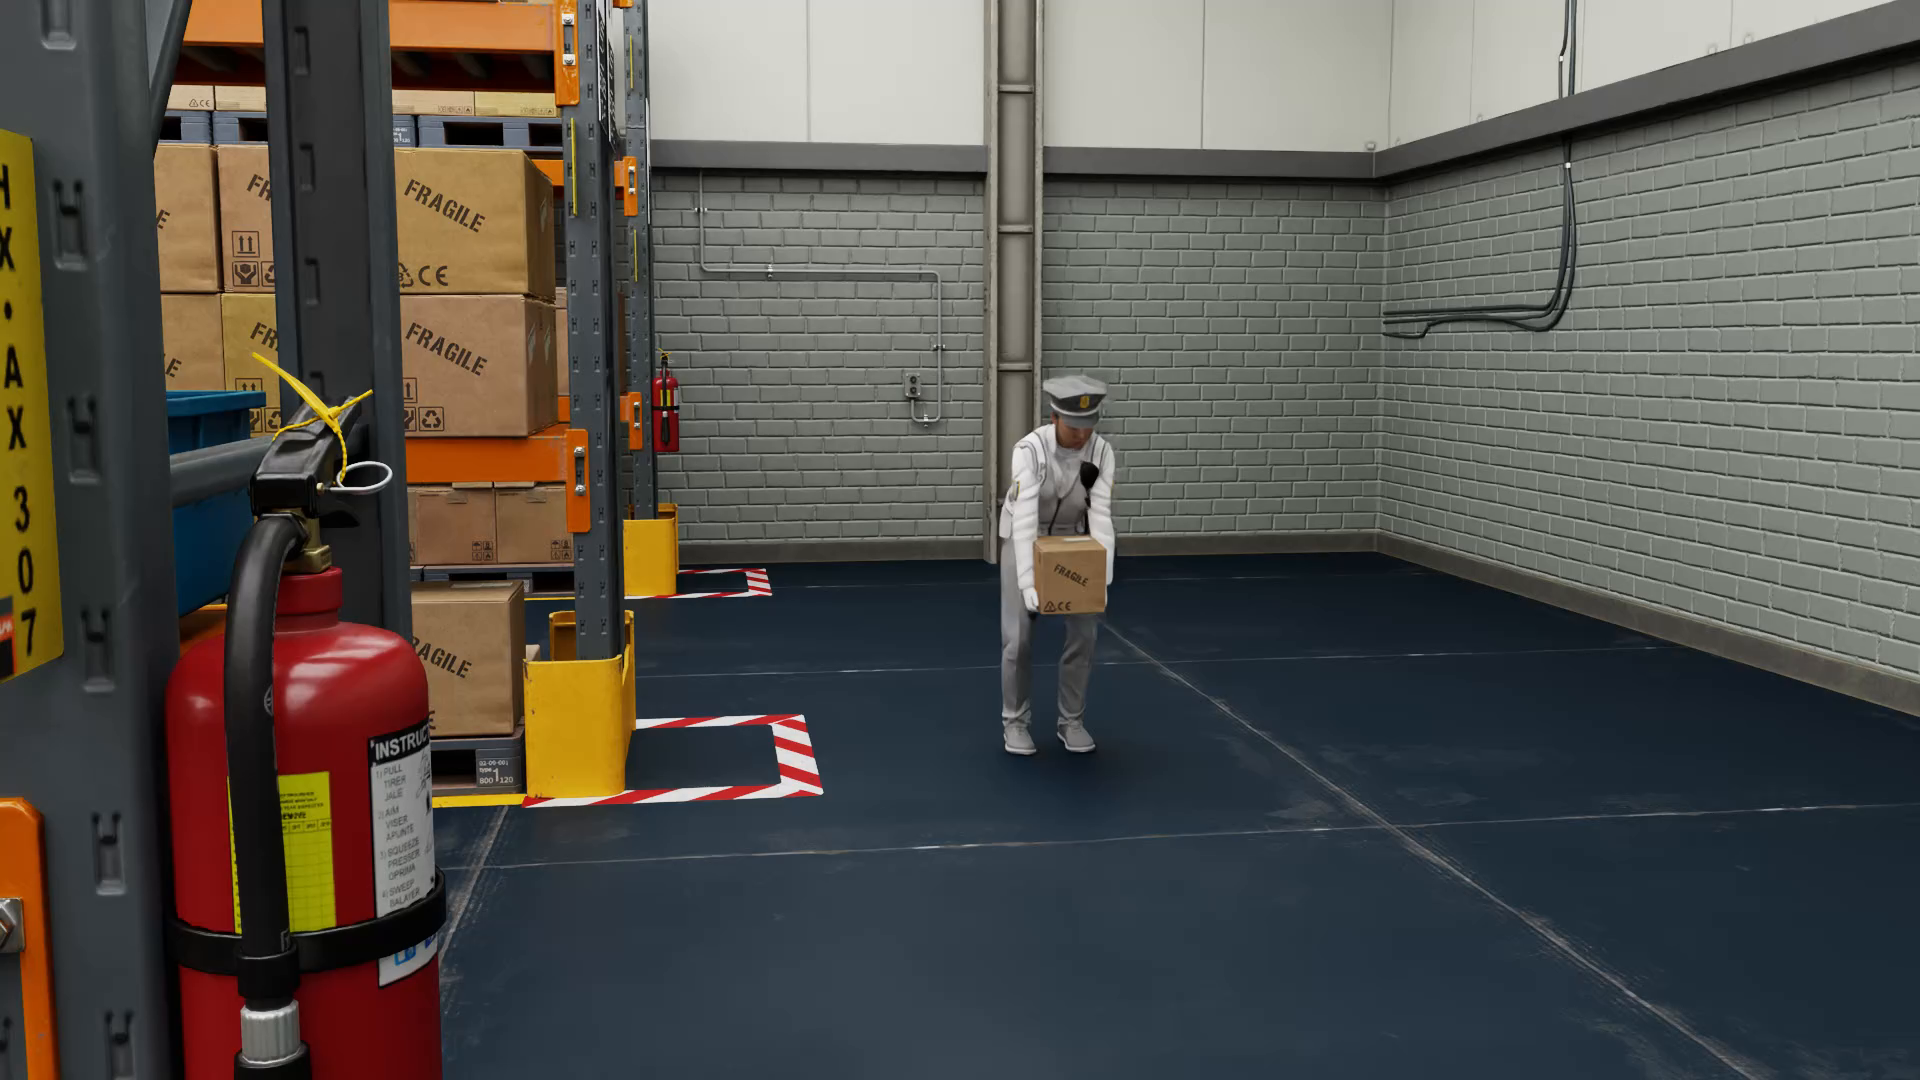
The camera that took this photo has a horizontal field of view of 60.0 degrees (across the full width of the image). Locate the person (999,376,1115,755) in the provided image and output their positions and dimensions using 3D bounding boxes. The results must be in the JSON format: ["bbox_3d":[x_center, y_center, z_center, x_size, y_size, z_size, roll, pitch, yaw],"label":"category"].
[{"bbox_3d":[0.389,0.112,6.558,0.414,1.515,0.706,-1,7,-10],"label":"person"}]
